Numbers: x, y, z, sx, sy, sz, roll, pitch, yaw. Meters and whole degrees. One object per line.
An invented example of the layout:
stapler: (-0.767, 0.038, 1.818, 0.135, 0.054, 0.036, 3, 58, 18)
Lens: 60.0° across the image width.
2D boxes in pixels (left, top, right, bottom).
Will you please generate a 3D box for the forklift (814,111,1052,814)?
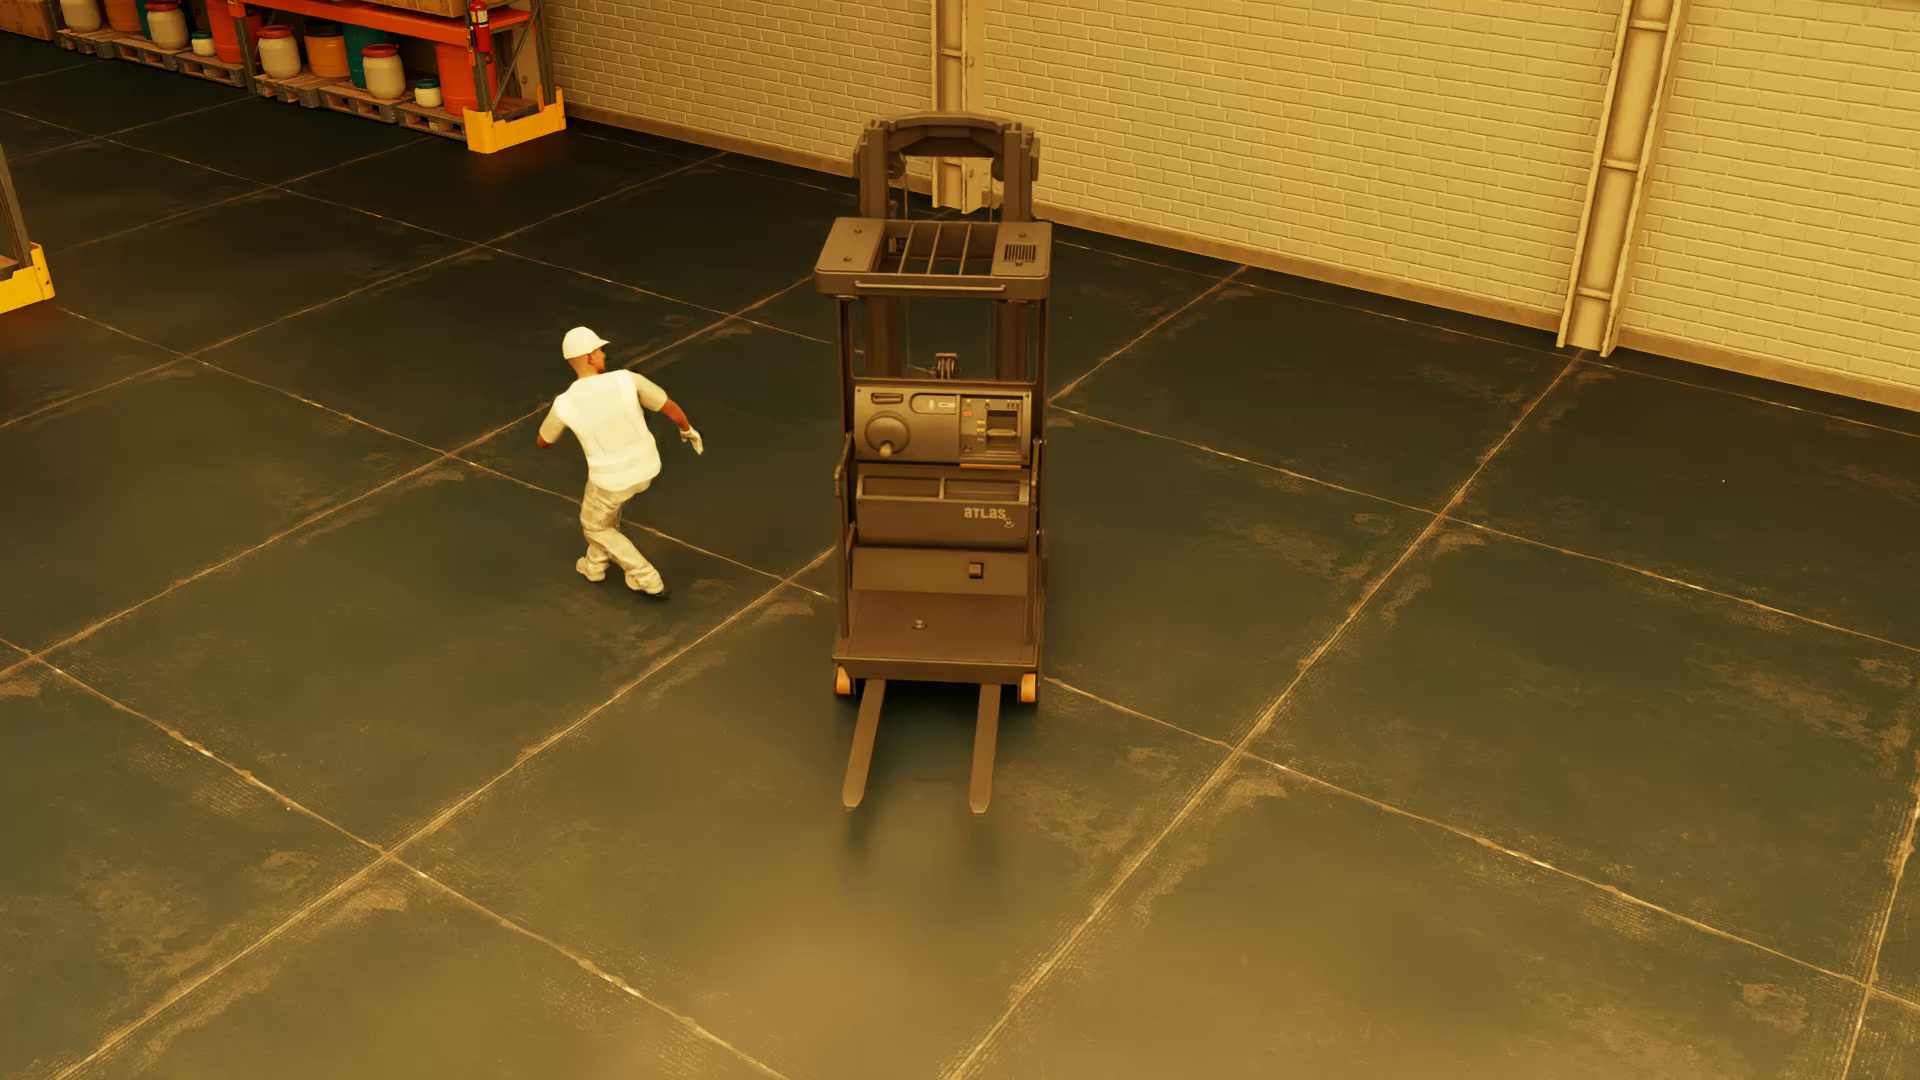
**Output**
forklift: (-0.104, -0.559, 8.544, 1.130, 2.935, 3.031, 2, 30, 4)

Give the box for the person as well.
person: (-2.017, -0.502, 9.753, 0.874, 1.646, 0.854, -23, 37, -34)
